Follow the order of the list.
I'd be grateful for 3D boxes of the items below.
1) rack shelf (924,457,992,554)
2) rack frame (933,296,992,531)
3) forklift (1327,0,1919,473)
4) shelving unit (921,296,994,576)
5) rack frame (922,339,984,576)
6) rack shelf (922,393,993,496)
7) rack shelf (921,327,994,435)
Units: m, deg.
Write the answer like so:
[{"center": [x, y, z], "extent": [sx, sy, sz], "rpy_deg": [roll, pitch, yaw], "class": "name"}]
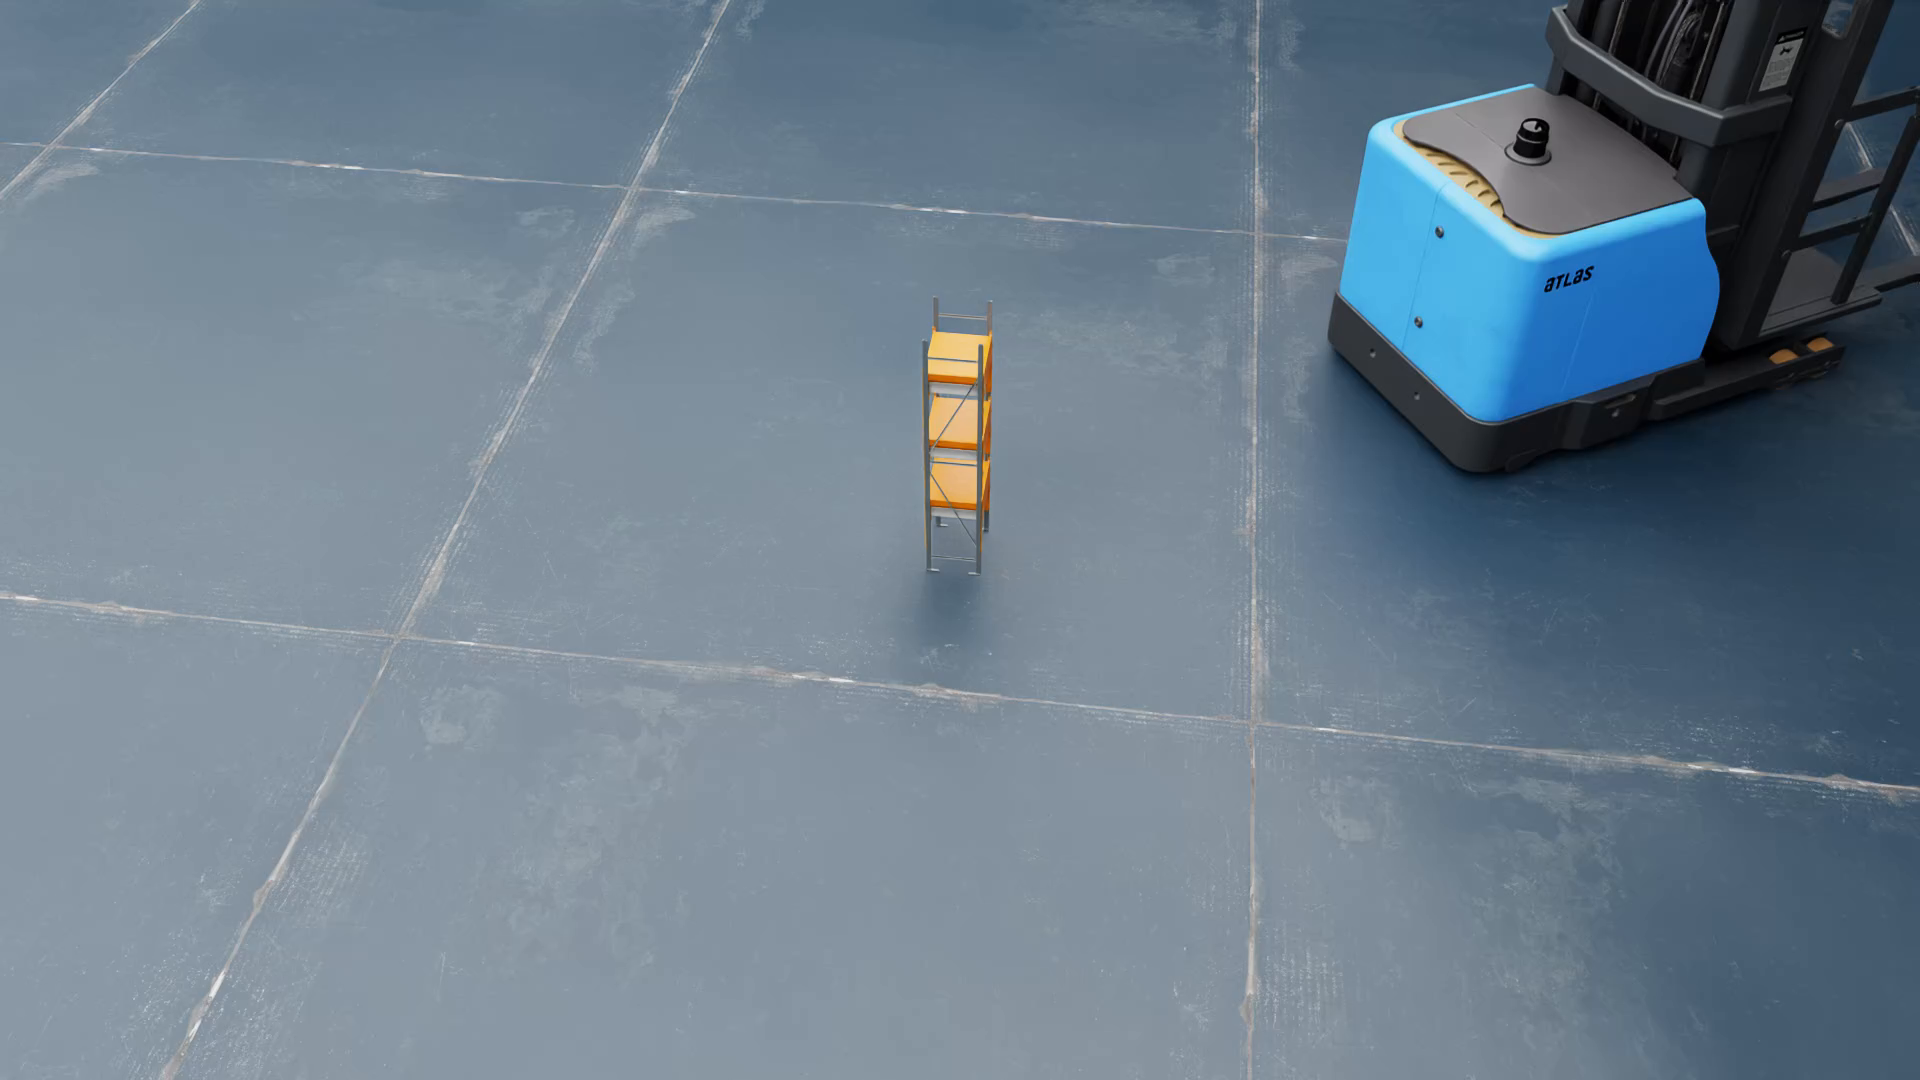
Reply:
[{"center": [-0.007, -0.135, 6.049], "extent": [0.215, 0.259, 0.240], "rpy_deg": [5, 44, 6], "class": "rack shelf"}, {"center": [0.009, -0.428, 5.938], "extent": [0.200, 1.050, 0.008], "rpy_deg": [5, 44, 6], "class": "rack frame"}, {"center": [3.119, -2.004, 6.235], "extent": [3.031, 2.935, 1.130], "rpy_deg": [-17, 46, -17], "class": "forklift"}, {"center": [-0.007, -0.345, 5.851], "extent": [0.215, 1.050, 0.252], "rpy_deg": [5, 44, 6], "class": "shelving unit"}, {"center": [-0.023, -0.262, 5.763], "extent": [0.200, 1.050, 0.008], "rpy_deg": [5, 44, 6], "class": "rack frame"}, {"center": [-0.007, -0.337, 5.858], "extent": [0.215, 0.259, 0.240], "rpy_deg": [5, 44, 6], "class": "rack shelf"}, {"center": [-0.007, -0.543, 5.663], "extent": [0.215, 0.259, 0.240], "rpy_deg": [5, 44, 6], "class": "rack shelf"}]
